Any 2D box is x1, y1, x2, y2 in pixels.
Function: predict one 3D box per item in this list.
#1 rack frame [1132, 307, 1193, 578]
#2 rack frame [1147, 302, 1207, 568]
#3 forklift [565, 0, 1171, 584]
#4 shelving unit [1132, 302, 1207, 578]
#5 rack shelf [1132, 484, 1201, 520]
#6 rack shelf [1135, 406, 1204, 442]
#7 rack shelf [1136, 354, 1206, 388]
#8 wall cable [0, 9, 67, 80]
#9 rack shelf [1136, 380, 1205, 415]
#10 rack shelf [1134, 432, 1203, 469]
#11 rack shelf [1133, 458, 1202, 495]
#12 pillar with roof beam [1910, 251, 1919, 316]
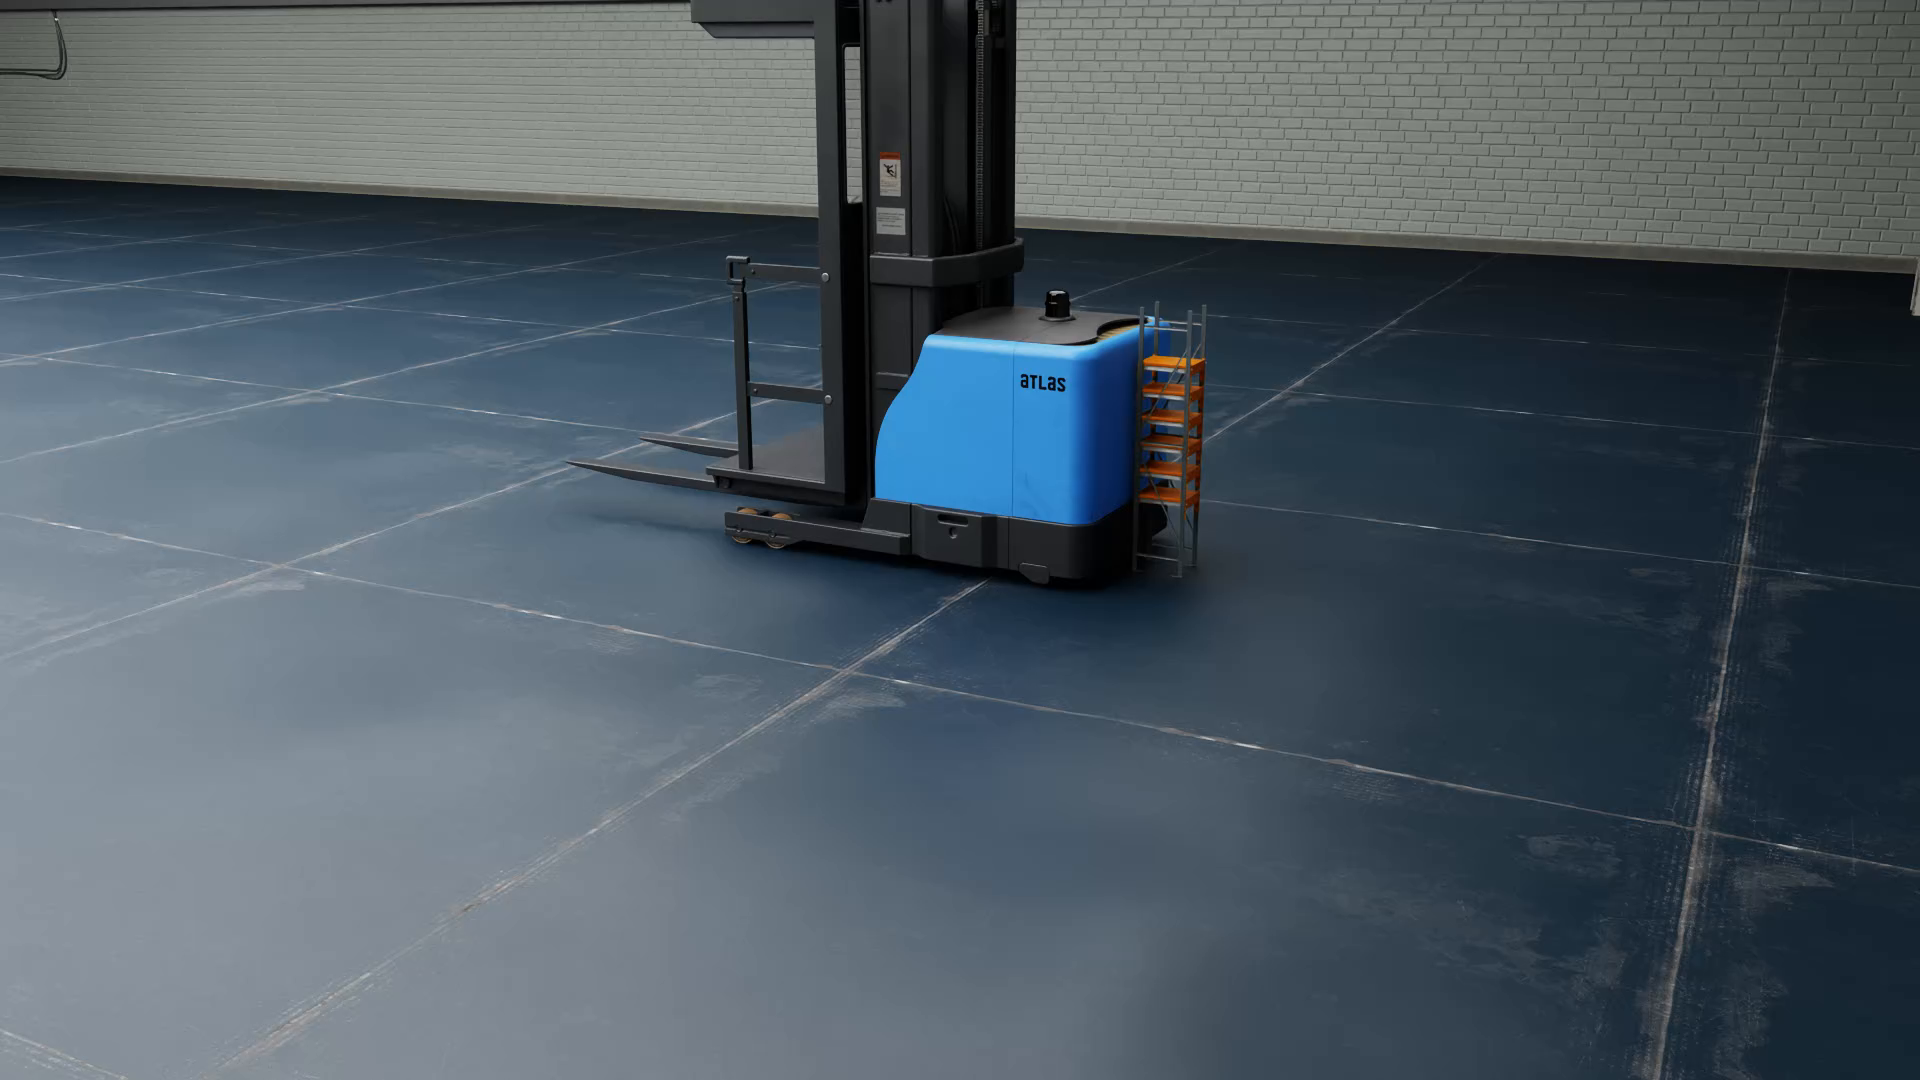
[{"bbox_3d":[0.888,-0.419,7.329,0.240,1.200,0.006,8,18,26],"label":"rack frame"},{"bbox_3d":[0.972,-0.466,7.484,0.240,1.200,0.006,8,18,26],"label":"rack frame"},{"bbox_3d":[-0.552,-1.487,7.882,3.031,2.935,1.130,8,18,26],"label":"forklift"},{"bbox_3d":[0.930,-0.442,7.407,0.258,1.200,0.189,8,18,26],"label":"shelving unit"},{"bbox_3d":[0.930,-0.170,7.488,0.258,0.103,0.180,8,18,26],"label":"rack shelf"},{"bbox_3d":[0.930,-0.515,7.385,0.258,0.103,0.180,8,18,26],"label":"rack shelf"},{"bbox_3d":[0.930,-0.745,7.317,0.258,0.103,0.180,8,18,26],"label":"rack shelf"},{"bbox_3d":[-17.017,-9.440,29.455,3.097,2.526,0.112,8,18,25],"label":"wall cable"},{"bbox_3d":[0.930,-0.630,7.351,0.258,0.103,0.180,8,18,26],"label":"rack shelf"},{"bbox_3d":[0.930,-0.400,7.419,0.258,0.103,0.180,8,18,26],"label":"rack shelf"},{"bbox_3d":[0.930,-0.285,7.453,0.258,0.103,0.180,8,18,26],"label":"rack shelf"},{"bbox_3d":[4.813,-6.886,15.404,9.100,9.000,0.400,8,18,25],"label":"pillar with roof beam"}]
